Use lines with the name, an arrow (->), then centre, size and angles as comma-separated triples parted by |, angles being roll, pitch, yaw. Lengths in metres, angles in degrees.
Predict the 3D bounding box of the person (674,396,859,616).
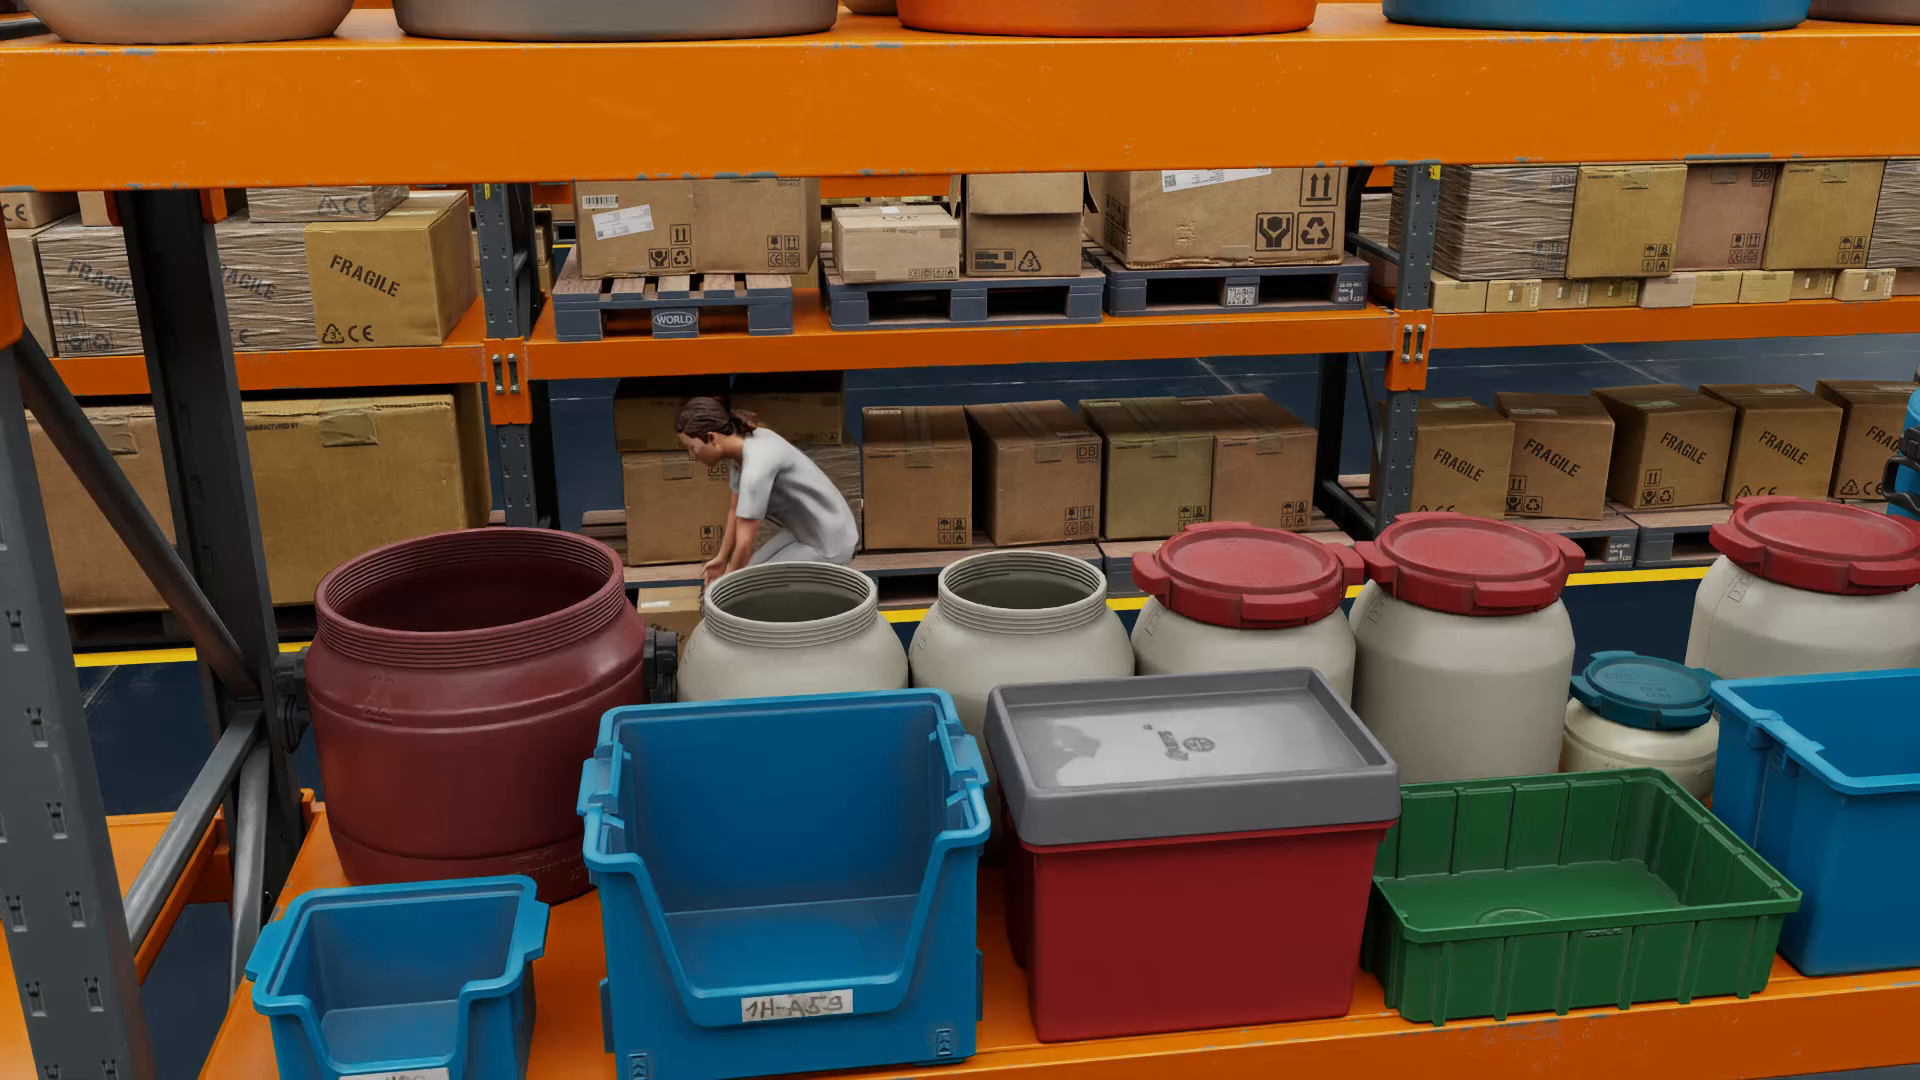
person -> -0.742, 0.047, 6.534 | 0.693, 1.278, 0.493 | -3, 20, -8
